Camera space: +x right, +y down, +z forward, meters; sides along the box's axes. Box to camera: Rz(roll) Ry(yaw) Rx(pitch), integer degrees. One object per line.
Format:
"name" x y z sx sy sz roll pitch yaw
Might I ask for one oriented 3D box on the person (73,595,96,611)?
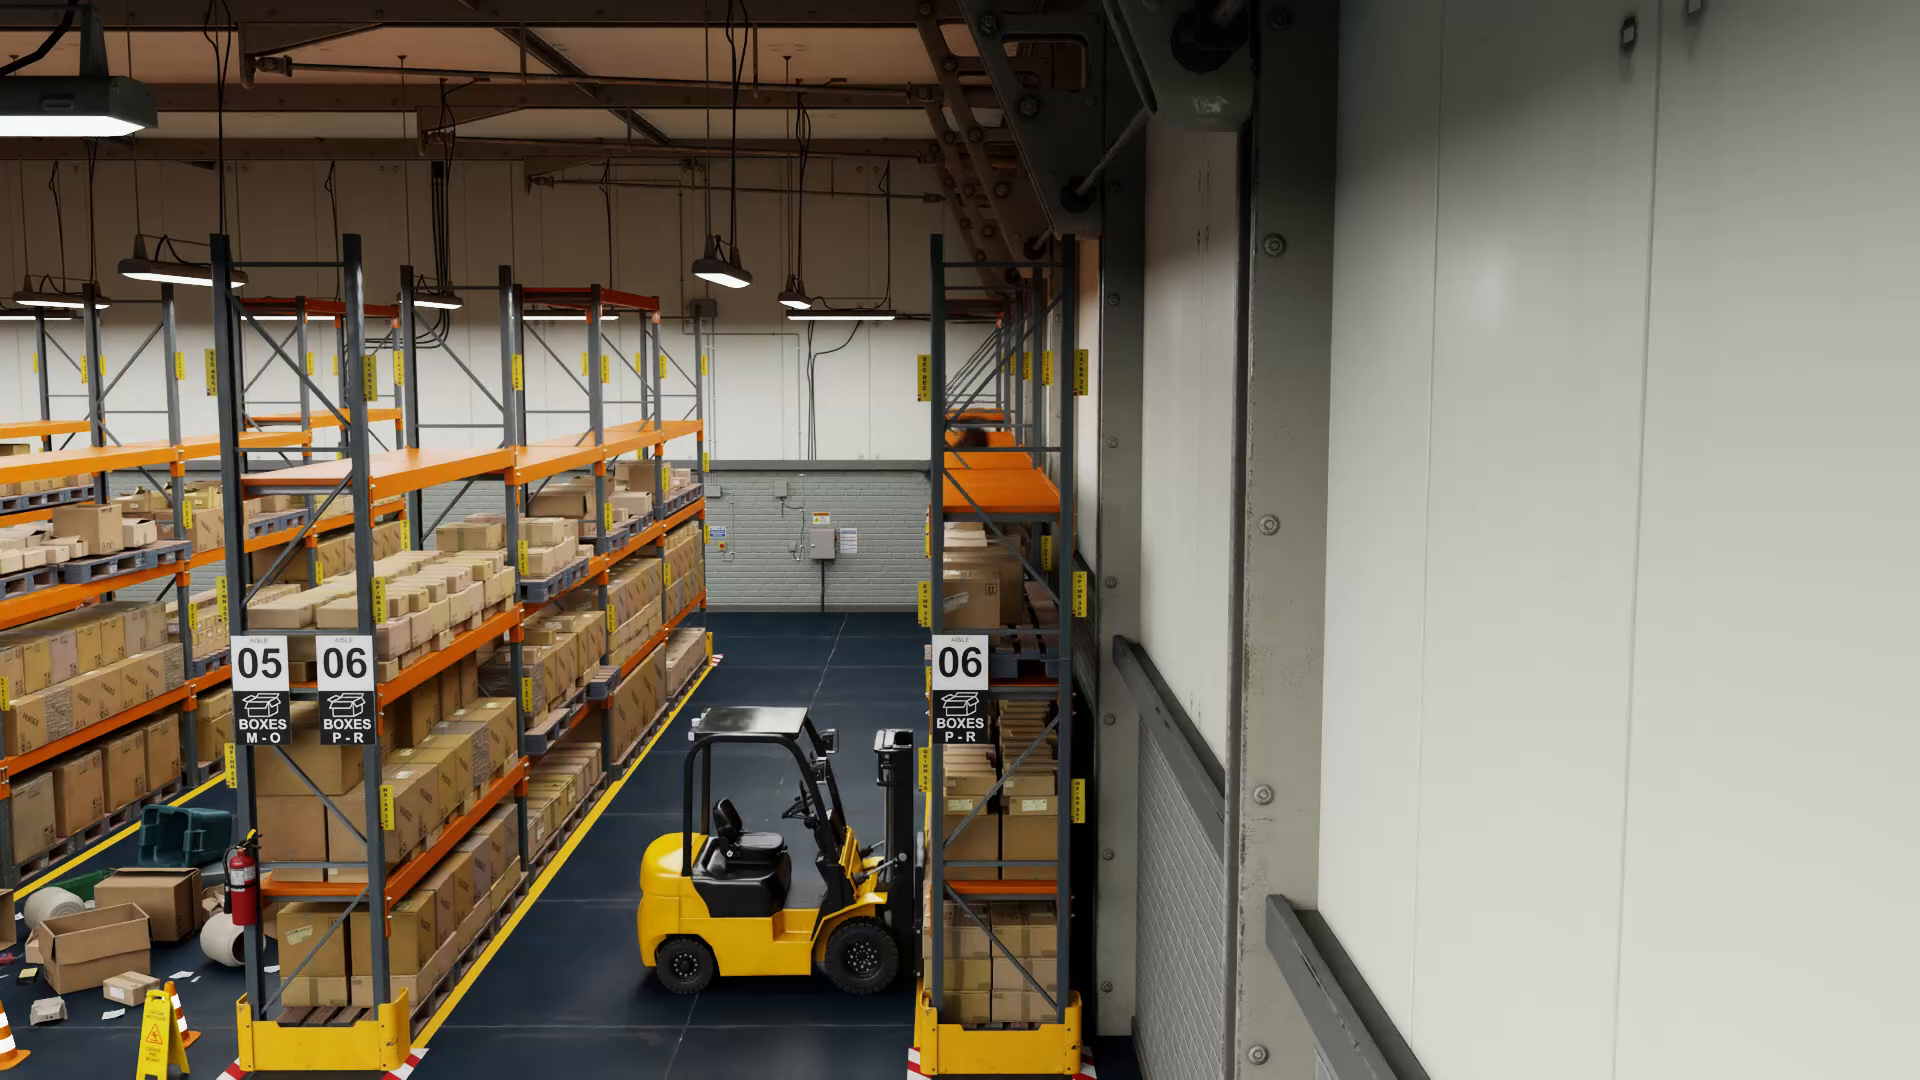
"person" -13.037 1.560 24.996 0.672 1.738 0.766 -1 6 -5
